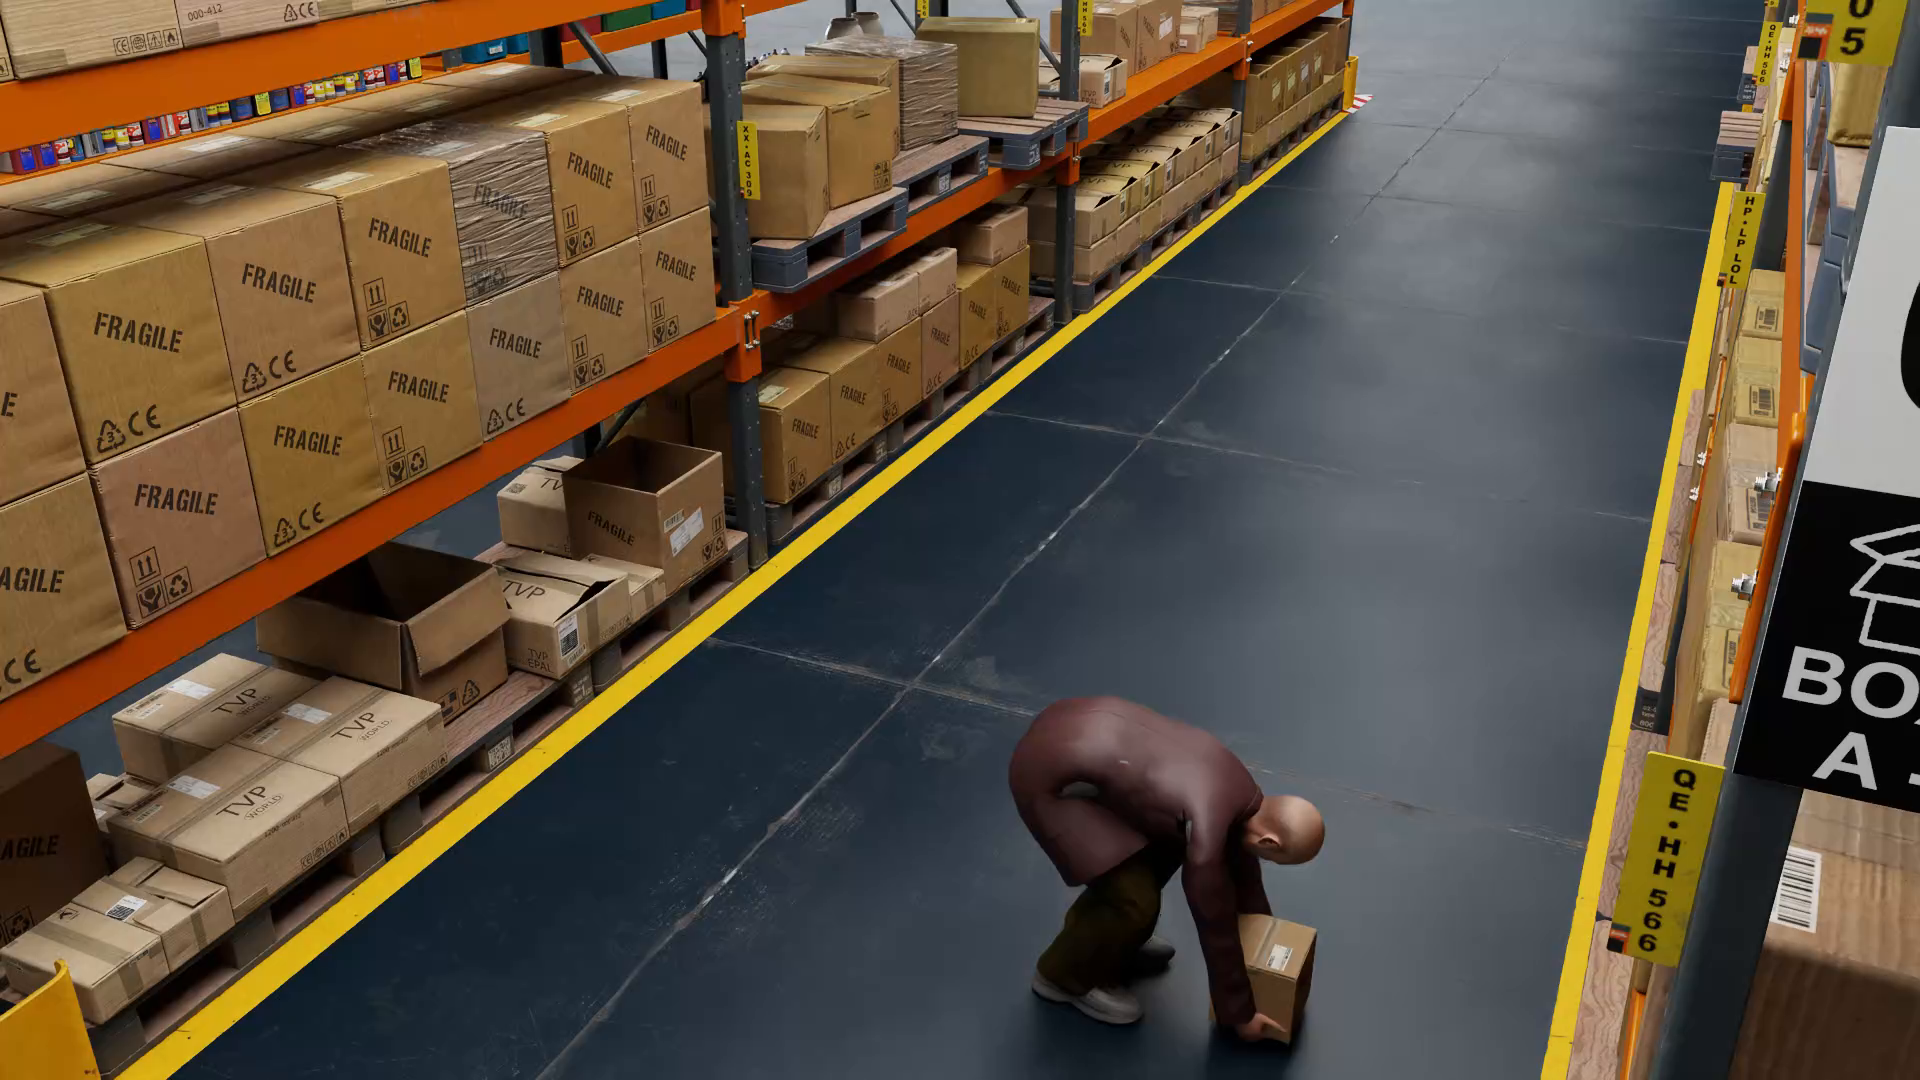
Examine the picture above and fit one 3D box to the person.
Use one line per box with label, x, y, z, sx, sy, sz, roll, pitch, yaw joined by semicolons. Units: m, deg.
person;0.604;0.971;5.012;0.942;0.996;0.591;10;27;19
